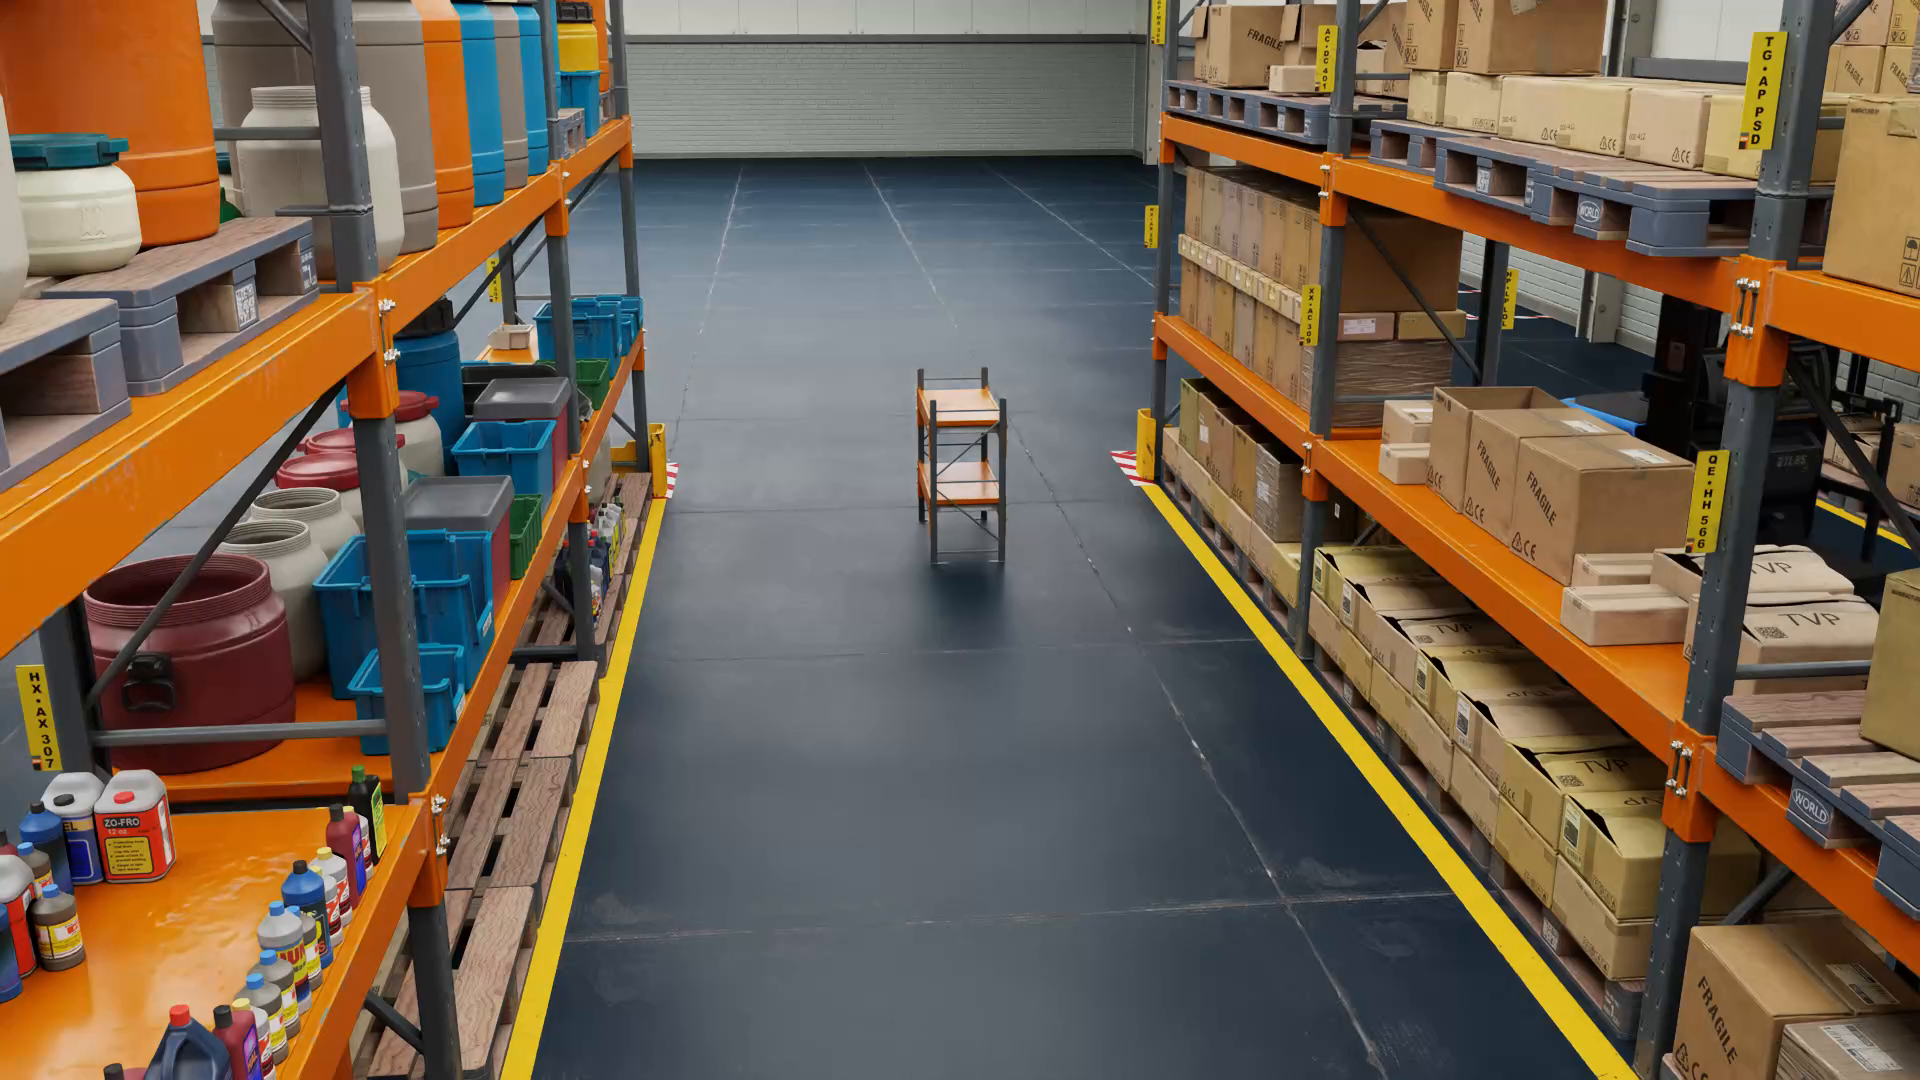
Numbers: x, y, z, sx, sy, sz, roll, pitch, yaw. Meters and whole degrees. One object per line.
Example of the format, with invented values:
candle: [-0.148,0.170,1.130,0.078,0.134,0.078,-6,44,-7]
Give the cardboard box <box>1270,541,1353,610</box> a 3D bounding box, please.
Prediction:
cardboard box: [2.167,0.207,9.900,0.500,0.250,0.500,-2,18,-6]

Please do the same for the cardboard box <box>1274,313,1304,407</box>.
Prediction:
cardboard box: [2.319,-1.110,10.038,0.700,0.500,0.500,-2,18,-6]

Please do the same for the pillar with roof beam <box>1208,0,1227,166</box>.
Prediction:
pillar with roof beam: [1.122,-11.817,34.294,9.100,9.000,0.400,-2,18,-6]

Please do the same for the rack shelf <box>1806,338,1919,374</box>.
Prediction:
rack shelf: [7.153,-1.180,11.629,1.077,0.370,4.000,-2,18,-6]

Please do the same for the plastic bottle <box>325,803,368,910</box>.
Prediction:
plastic bottle: [-1.593,0.802,4.309,0.061,0.283,0.133,-2,18,-6]

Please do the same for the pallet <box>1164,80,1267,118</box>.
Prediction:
pallet: [2.067,-3.143,11.819,1.003,0.211,1.213,-2,18,-6]

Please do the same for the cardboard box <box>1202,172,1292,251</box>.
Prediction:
cardboard box: [2.120,-2.320,11.726,0.700,0.500,0.500,-2,18,-7]

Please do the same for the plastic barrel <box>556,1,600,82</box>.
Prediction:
plastic barrel: [-2.664,-3.199,10.835,0.600,0.588,0.600,0,17,0]

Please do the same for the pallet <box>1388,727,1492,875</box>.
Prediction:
pallet: [2.676,1.140,7.695,1.003,0.211,1.213,-2,18,-6]

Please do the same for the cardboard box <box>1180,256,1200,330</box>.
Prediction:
cardboard box: [2.055,-1.873,12.469,0.700,0.500,0.500,-2,18,-6]

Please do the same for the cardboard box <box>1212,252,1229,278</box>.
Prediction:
cardboard box: [1.954,-1.891,11.443,0.380,0.149,0.250,-2,18,-7]

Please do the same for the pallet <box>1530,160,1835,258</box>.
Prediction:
pallet: [2.686,-1.122,5.551,1.213,0.211,1.003,-1,17,-3]

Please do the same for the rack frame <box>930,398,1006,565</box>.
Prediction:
rack frame: [0.053,-0.383,11.020,0.500,1.125,0.032,-2,18,-6]

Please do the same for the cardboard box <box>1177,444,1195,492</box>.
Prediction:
cardboard box: [1.909,-0.538,12.273,0.500,0.250,0.500,-2,18,-6]

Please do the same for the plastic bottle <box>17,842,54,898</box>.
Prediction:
plastic bottle: [-2.365,0.868,4.235,0.097,0.201,0.097,0,17,0]

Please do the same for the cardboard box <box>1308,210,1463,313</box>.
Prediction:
cardboard box: [2.380,-1.572,9.344,0.700,0.500,0.500,-2,18,-5]

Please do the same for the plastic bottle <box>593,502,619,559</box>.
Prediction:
plastic bottle: [-2.248,-0.059,10.546,0.144,0.351,0.185,-1,17,-3]

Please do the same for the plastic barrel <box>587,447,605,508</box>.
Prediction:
plastic barrel: [-2.712,-0.484,11.662,0.421,0.512,0.421,0,17,0]

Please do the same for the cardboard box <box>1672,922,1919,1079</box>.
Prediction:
cardboard box: [2.608,1.545,5.185,0.500,0.500,0.500,-1,17,-3]

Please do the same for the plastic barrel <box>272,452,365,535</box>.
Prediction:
plastic barrel: [-2.494,-0.047,6.592,0.433,0.535,0.433,0,17,0]

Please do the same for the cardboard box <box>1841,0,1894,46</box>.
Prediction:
cardboard box: [6.746,-3.811,11.932,0.500,0.500,0.500,-2,18,-6]

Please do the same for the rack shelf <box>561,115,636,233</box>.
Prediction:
rack shelf: [-2.701,-2.305,10.205,1.077,0.370,4.000,-2,18,-6]

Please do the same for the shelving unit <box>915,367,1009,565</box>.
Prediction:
shelving unit: [0.001,-0.535,11.502,0.538,1.125,1.048,-2,18,-6]

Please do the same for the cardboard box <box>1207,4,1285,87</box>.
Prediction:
cardboard box: [1.919,-3.208,10.778,0.500,0.500,0.500,-2,18,-6]

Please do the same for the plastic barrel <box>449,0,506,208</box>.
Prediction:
plastic barrel: [-2.092,-1.757,6.422,0.600,0.901,0.708,-2,18,-6]

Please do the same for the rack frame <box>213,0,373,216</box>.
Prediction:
rack frame: [-2.082,-2.292,3.954,1.000,3.000,0.127,-2,18,-6]

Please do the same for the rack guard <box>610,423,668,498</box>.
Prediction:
rack guard: [-2.853,-0.599,12.752,1.175,0.500,0.348,-2,18,-6]

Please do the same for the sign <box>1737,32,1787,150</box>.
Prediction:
sign: [2.292,-1.283,4.751,0.100,0.325,0.005,-2,18,-6]

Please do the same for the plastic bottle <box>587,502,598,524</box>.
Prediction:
plastic bottle: [-2.389,-0.114,10.833,0.061,0.283,0.133,-2,18,-6]

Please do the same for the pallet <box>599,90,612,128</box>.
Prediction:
pallet: [-2.920,-2.905,11.229,1.003,0.211,1.213,-2,18,-6]

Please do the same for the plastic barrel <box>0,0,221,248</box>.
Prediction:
plastic barrel: [-2.027,-1.097,3.737,0.600,0.830,0.708,-2,18,-6]

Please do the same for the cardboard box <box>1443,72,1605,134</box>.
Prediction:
cardboard box: [2.546,-1.986,7.536,0.500,0.250,0.500,-3,18,-11]

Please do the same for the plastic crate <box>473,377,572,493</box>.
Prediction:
plastic crate: [-2.141,-0.517,8.210,0.402,0.464,0.583,-2,18,-6]

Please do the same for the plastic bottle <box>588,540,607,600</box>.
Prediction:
plastic bottle: [-2.166,0.179,9.787,0.144,0.351,0.185,-1,17,-4]

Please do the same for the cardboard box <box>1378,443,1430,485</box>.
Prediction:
cardboard box: [2.320,-0.383,8.309,0.380,0.149,0.250,-2,18,-6]

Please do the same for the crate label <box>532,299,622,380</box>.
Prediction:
crate label: [-2.449,-1.290,10.719,0.502,0.435,0.616,-2,18,-6]

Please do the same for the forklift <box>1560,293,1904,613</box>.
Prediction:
forklift: [4.925,-0.950,9.809,1.130,2.935,3.031,-6,18,-19]

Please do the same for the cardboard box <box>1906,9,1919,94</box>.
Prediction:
cardboard box: [2.884,-1.407,4.308,0.500,0.500,0.500,-2,18,-6]

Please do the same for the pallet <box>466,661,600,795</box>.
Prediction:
pallet: [-2.375,0.942,8.325,1.003,0.211,1.213,-2,18,-6]

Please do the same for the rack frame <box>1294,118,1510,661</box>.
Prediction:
rack frame: [2.432,-0.773,9.133,1.000,3.000,0.127,-2,18,-6]

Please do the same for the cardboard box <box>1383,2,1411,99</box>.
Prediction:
cardboard box: [2.643,-2.678,9.089,0.500,0.500,0.500,0,17,-1]

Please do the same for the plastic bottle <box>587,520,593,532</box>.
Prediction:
plastic bottle: [-2.391,-0.028,10.695,0.097,0.201,0.097,0,17,0]

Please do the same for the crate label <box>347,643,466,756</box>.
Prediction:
crate label: [-1.753,0.513,5.315,0.303,0.233,0.416,-2,18,-6]

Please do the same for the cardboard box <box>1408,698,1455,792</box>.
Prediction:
cardboard box: [2.387,0.924,7.615,0.500,0.250,0.500,-1,17,-5]

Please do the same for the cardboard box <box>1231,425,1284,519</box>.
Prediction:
cardboard box: [2.072,-0.449,10.738,0.500,0.500,0.500,-2,18,-6]

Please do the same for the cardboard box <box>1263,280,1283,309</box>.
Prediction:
cardboard box: [2.088,-1.508,10.223,0.380,0.149,0.250,-2,18,-6]

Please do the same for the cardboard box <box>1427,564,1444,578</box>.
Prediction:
cardboard box: [2.759,0.182,9.042,0.500,0.311,0.500,-2,18,-6]

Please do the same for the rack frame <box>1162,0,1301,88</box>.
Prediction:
rack frame: [2.020,-4.827,12.030,1.000,3.000,0.127,-2,18,-6]

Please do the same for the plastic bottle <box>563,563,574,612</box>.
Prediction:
plastic bottle: [-2.258,0.264,9.628,0.061,0.283,0.133,-2,18,-6]

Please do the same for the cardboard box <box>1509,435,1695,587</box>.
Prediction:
cardboard box: [2.656,-0.129,6.913,0.500,0.500,0.500,-3,18,-9]

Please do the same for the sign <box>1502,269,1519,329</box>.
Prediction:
sign: [2.971,-1.308,9.034,0.100,0.325,0.005,-2,18,-6]

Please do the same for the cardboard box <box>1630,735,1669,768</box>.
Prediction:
cardboard box: [3.020,0.941,6.625,0.500,0.311,0.500,-2,18,-7]

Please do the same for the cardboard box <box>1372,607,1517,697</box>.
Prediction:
cardboard box: [2.328,0.505,8.014,0.500,0.311,0.500,-2,18,-7]

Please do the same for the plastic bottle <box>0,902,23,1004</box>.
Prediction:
plastic bottle: [-2.266,0.942,3.884,0.097,0.271,0.097,0,17,0]
